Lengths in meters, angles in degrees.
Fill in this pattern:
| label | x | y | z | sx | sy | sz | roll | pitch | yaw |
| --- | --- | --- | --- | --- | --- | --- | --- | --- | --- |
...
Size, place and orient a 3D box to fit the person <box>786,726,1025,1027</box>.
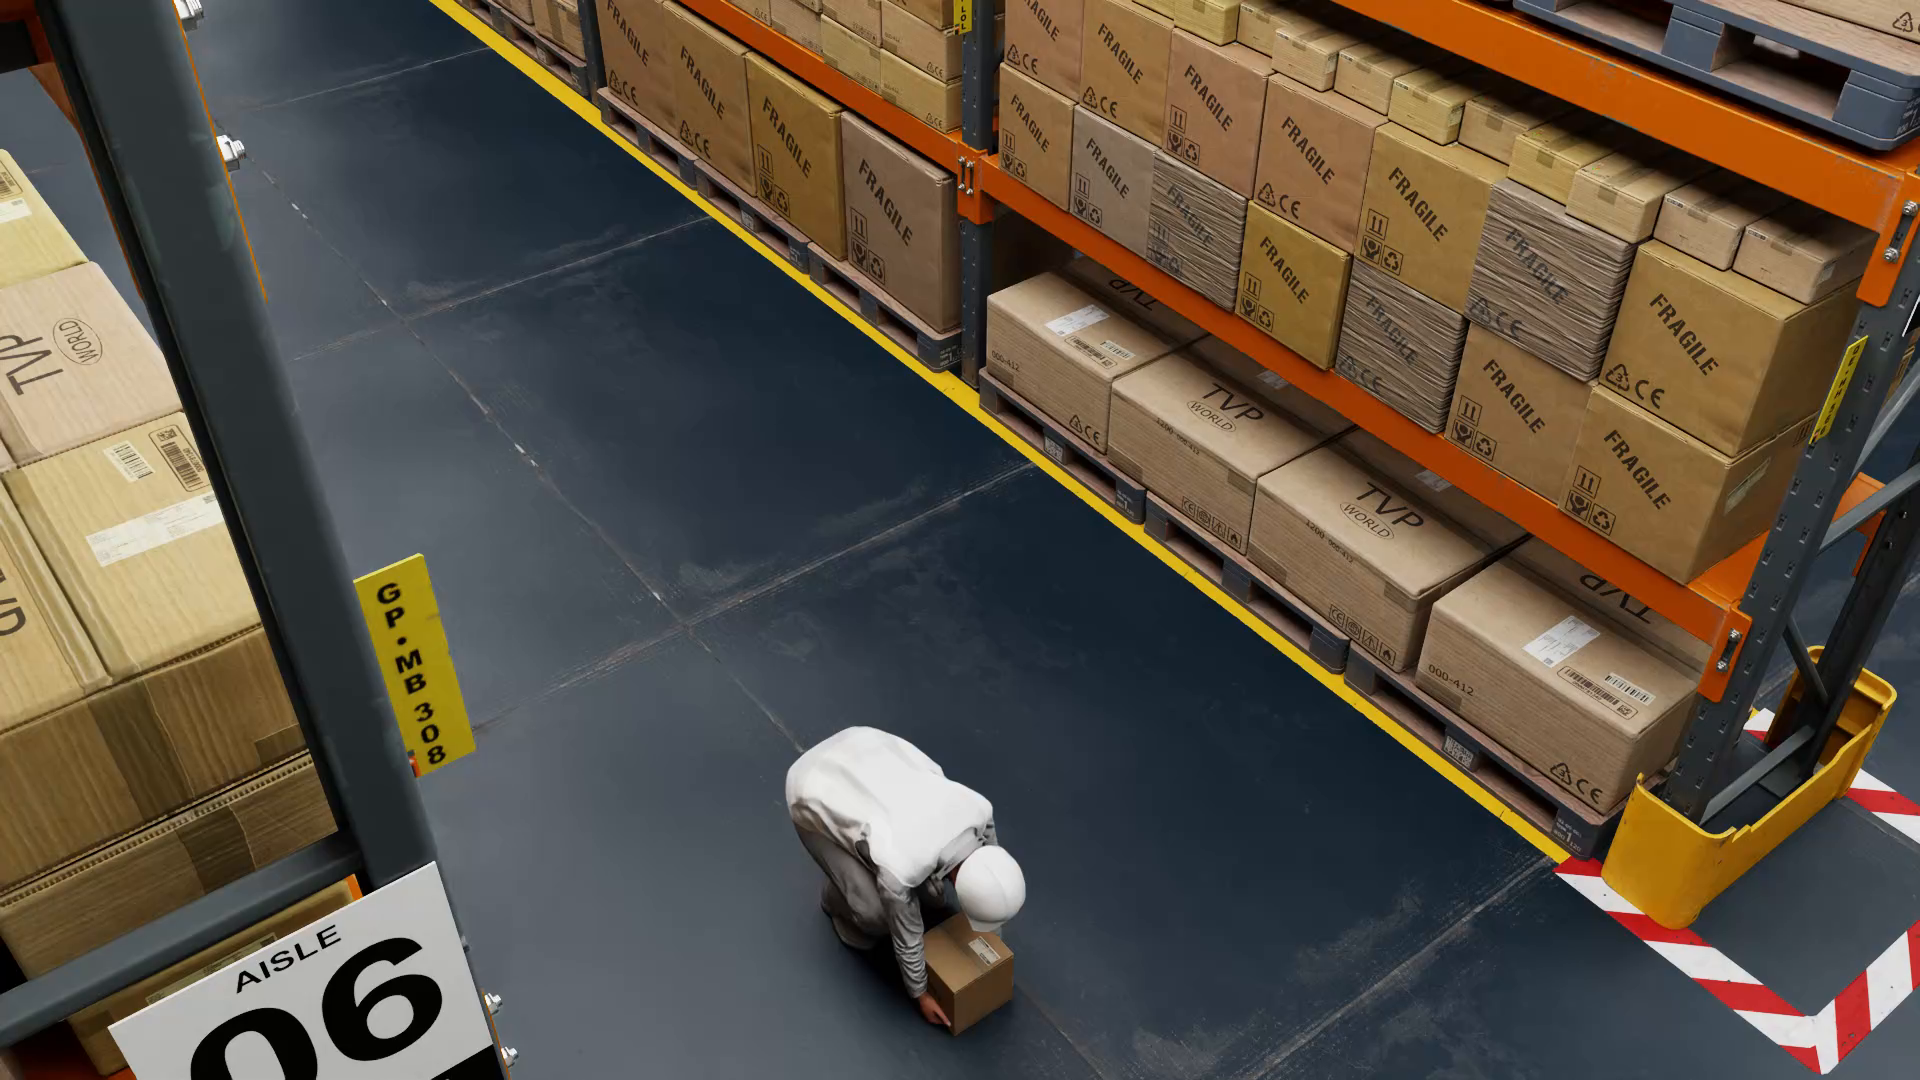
| label | x | y | z | sx | sy | sz | roll | pitch | yaw |
| --- | --- | --- | --- | --- | --- | --- | --- | --- | --- |
| person | -0.163 | 1.107 | 5.606 | 0.504 | 0.795 | 0.994 | -27 | 47 | -29 |
